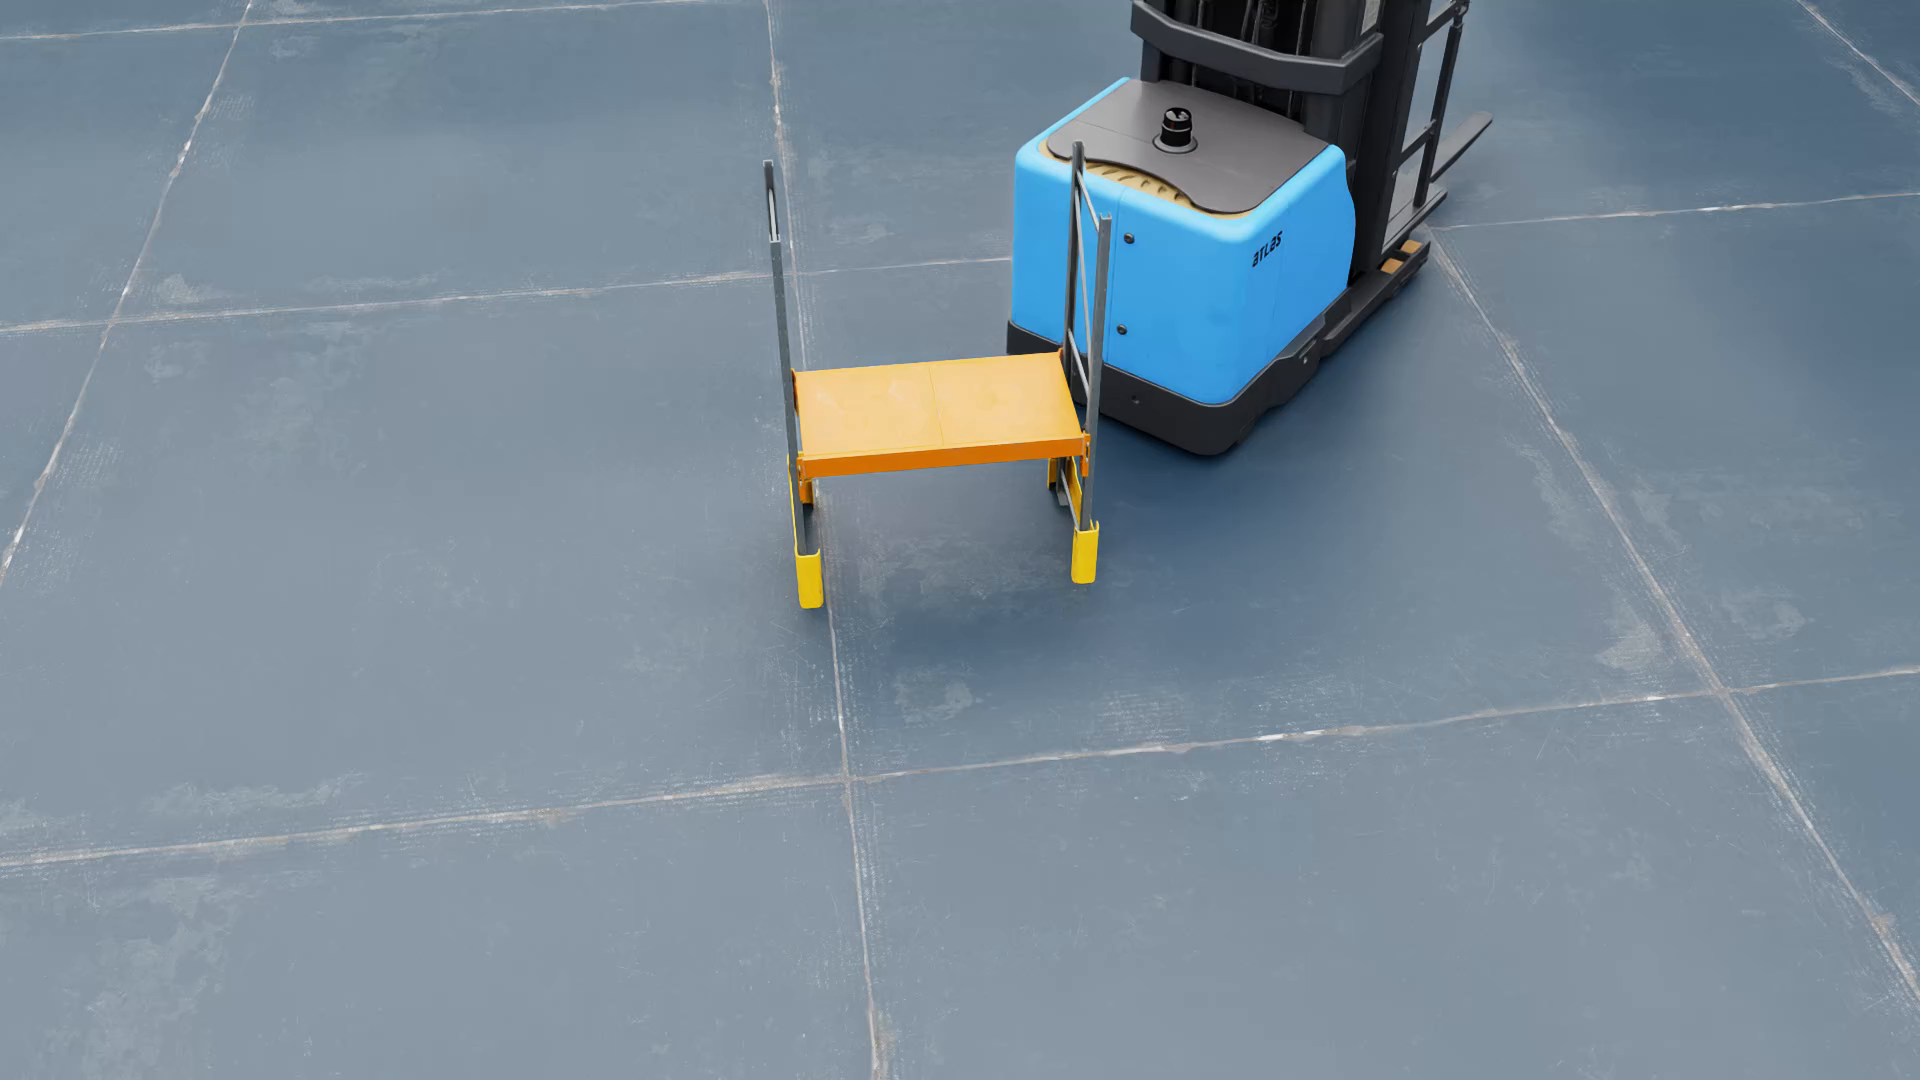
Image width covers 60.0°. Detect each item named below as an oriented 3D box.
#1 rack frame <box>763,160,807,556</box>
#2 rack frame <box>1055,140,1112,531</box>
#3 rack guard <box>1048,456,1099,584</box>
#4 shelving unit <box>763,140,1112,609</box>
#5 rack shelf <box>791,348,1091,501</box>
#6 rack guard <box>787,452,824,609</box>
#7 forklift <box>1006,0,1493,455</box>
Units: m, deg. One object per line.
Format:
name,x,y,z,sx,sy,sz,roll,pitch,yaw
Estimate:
rack frame,-0.589,-0.505,5.691,0.032,1.500,0.500,-5,42,-6
rack frame,0.419,-0.594,5.788,0.032,1.500,0.500,-5,42,-6
rack guard,0.418,-0.129,6.207,0.087,0.250,0.587,-5,42,-6
shelving unit,-0.076,-0.550,5.740,1.083,1.500,0.587,-5,42,-6
rack shelf,-0.085,-0.416,5.860,1.000,0.185,0.538,-5,42,-6
rack guard,-0.569,-0.043,6.111,0.087,0.250,0.587,-5,42,-6
forklift,1.477,-2.360,6.678,1.130,2.935,3.031,27,48,26
